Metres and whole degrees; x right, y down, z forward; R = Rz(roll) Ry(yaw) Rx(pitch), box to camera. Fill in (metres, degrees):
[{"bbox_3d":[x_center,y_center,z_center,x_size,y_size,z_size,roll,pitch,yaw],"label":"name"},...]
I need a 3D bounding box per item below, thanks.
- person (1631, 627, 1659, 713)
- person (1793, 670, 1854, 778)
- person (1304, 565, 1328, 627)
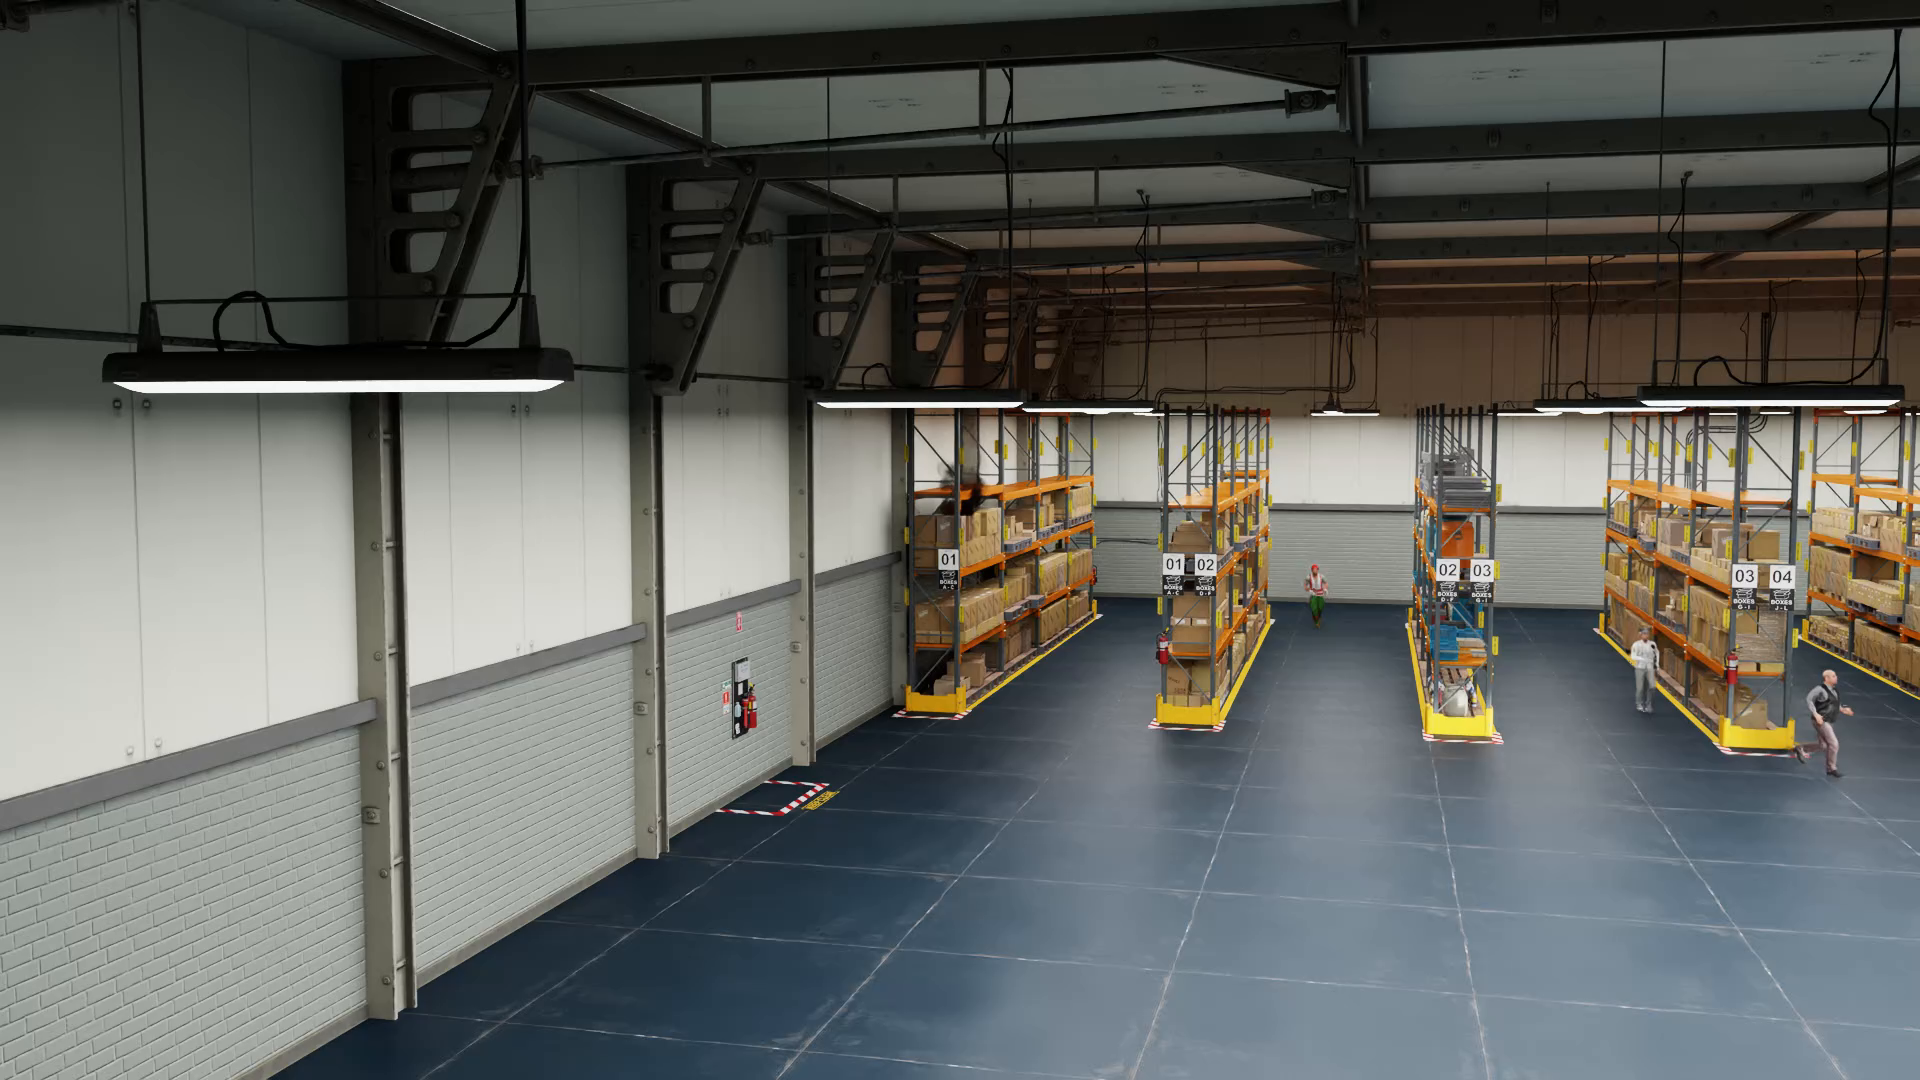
[{"bbox_3d":[13.335,2.522,32.339,0.579,1.685,0.661,1,4,10],"label":"person"},{"bbox_3d":[13.862,2.926,26.817,0.643,1.703,0.893,-3,5,-38],"label":"person"},{"bbox_3d":[9.746,1.536,45.558,0.666,1.735,0.581,1,4,8],"label":"person"}]
